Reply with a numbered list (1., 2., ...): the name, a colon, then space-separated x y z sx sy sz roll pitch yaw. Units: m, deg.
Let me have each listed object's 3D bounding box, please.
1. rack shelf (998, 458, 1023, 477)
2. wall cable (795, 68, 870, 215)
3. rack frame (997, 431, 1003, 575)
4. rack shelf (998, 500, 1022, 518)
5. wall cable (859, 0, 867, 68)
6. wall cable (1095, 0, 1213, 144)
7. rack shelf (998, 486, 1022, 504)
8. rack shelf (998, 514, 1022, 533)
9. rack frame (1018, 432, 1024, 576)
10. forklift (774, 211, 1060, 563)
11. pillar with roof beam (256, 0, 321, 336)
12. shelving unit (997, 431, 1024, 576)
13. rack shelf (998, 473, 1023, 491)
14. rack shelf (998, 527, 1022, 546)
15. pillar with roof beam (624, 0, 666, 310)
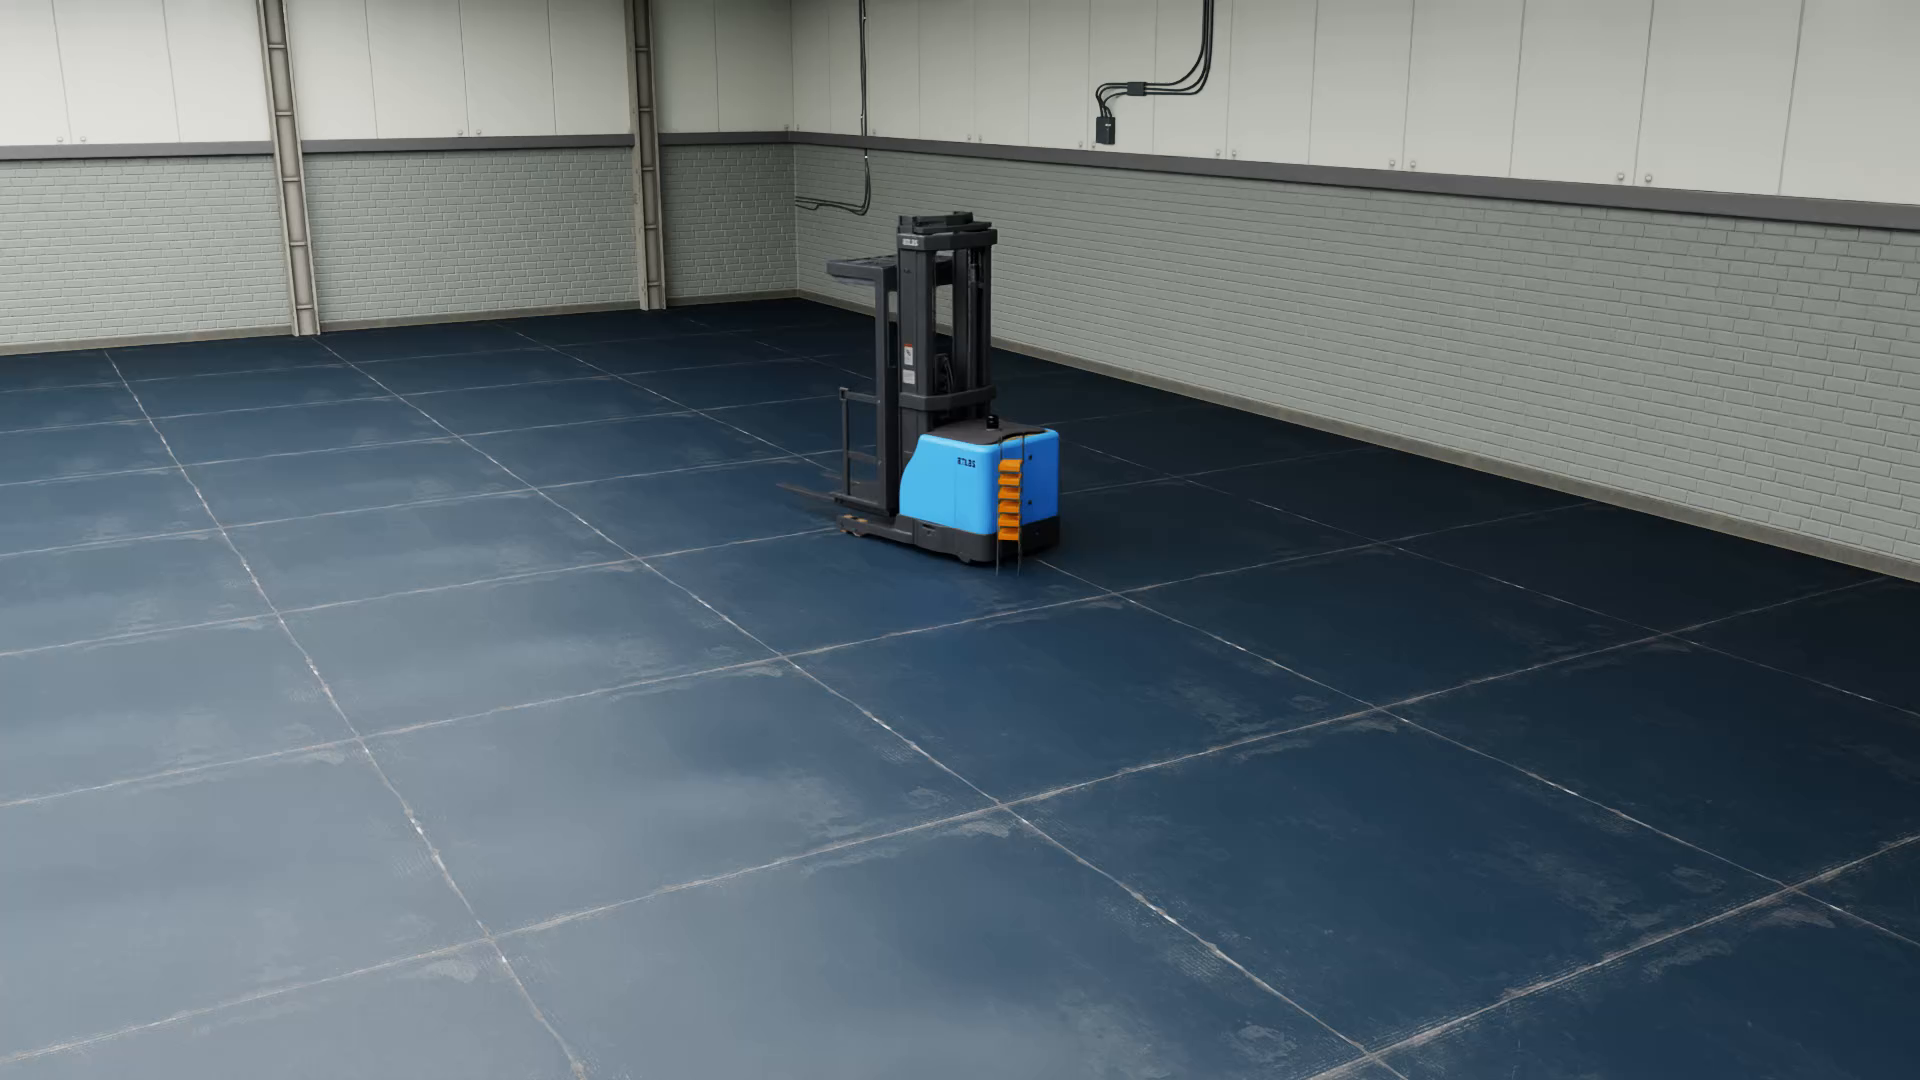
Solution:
1. rack shelf: 0.429 -0.610 14.031 0.180 0.103 0.258 3 16 8
2. wall cable: -2.386 -7.157 29.861 0.112 2.526 3.097 -9 18 -30
3. rack frame: 0.337 -0.311 14.131 0.006 1.200 0.240 3 16 8
4. rack shelf: 0.428 -0.264 14.130 0.180 0.103 0.258 3 16 8
5. wall cable: -0.993 -8.963 26.947 0.112 2.526 3.097 -9 18 -30
6. wall cable: 2.489 -8.091 21.140 0.169 6.003 2.305 -9 18 -30
7. rack shelf: 0.428 -0.379 14.097 0.180 0.103 0.258 3 16 8
8. rack shelf: 0.427 -0.148 14.163 0.180 0.103 0.258 3 16 8
9. rack frame: 0.518 -0.303 14.104 0.006 1.200 0.240 3 16 8
10. forklift: -0.514 -1.530 15.277 3.031 2.935 1.130 15 21 42
11. pillar with roof beam: -8.519 -6.718 22.544 0.400 9.000 9.100 -9 18 -30
12. shelving unit: 0.428 -0.307 14.117 0.189 1.200 0.258 3 16 8
13. rack shelf: 0.428 -0.495 14.064 0.180 0.103 0.258 3 16 8
14. rack shelf: 0.427 -0.033 14.195 0.180 0.103 0.258 3 16 8
15. pillar with roof beam: -3.376 -7.552 25.520 0.400 9.000 9.100 -9 18 -30
